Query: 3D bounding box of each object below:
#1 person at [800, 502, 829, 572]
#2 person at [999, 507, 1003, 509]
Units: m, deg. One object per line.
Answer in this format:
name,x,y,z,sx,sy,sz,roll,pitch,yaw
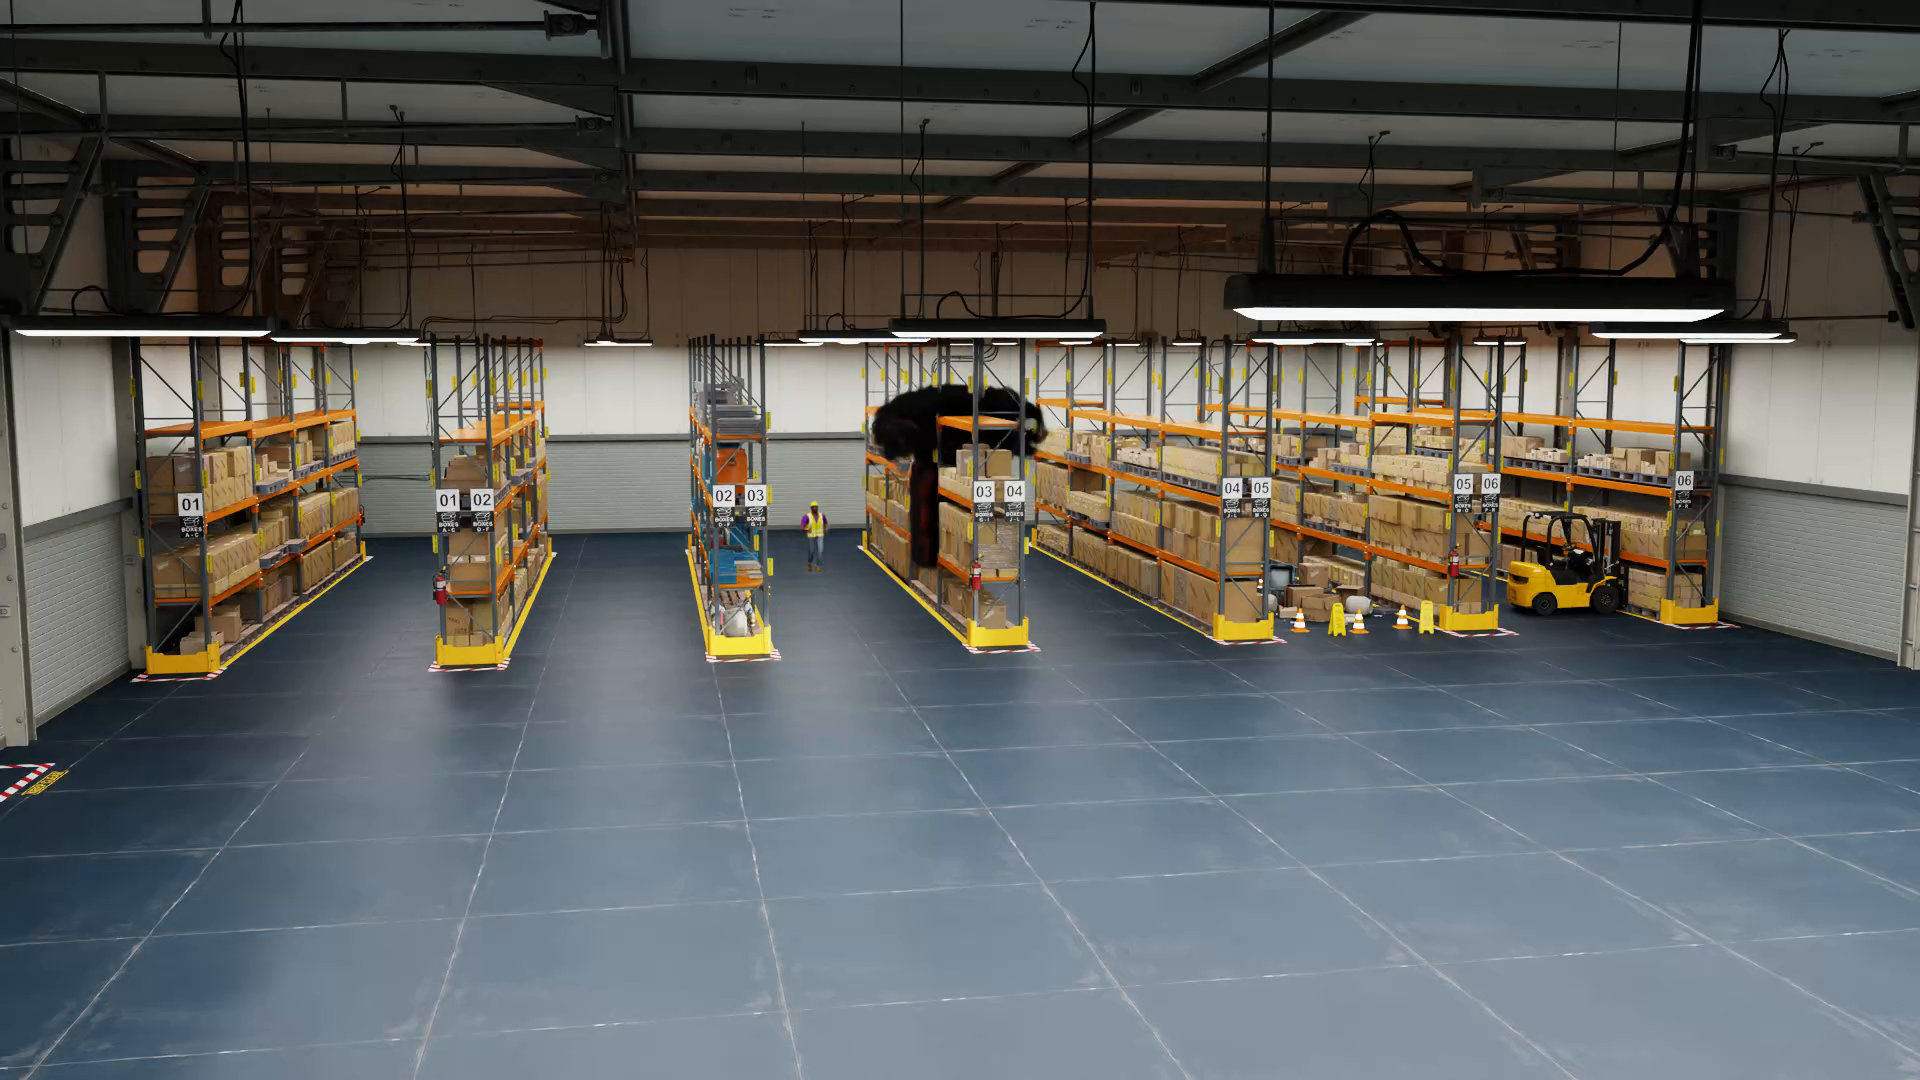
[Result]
person,-3.547,-0.070,40.799,0.714,1.748,0.734,-2,7,-19
person,0.981,-0.748,48.821,0.703,1.783,0.930,-1,7,-5
